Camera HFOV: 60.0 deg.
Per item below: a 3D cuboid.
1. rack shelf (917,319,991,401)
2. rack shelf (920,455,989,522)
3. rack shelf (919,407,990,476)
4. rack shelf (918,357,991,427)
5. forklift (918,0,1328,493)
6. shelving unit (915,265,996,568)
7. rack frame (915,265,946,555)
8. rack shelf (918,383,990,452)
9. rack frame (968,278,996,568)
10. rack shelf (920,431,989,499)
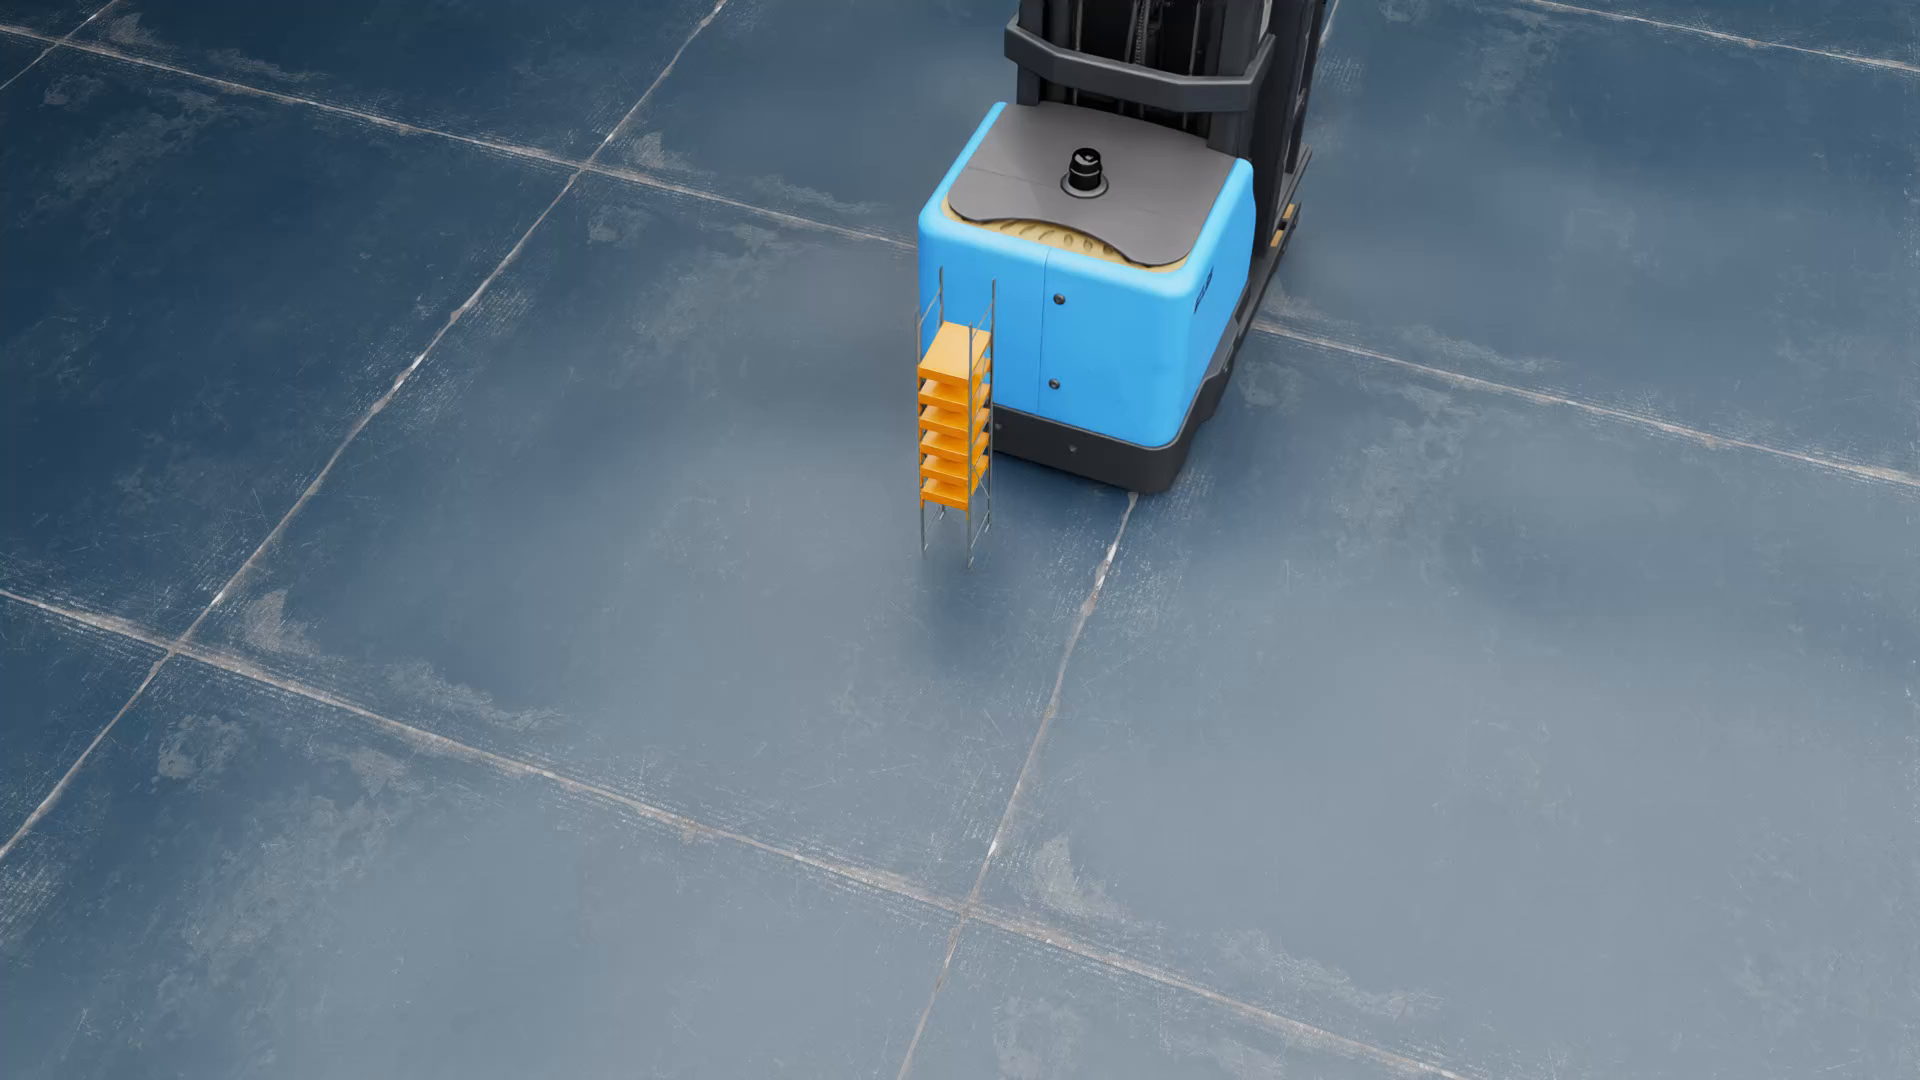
[{"bbox_3d":[-0.014,-0.603,5.561,0.180,0.103,0.258,16,51,13],"label":"rack shelf"},{"bbox_3d":[-0.014,-0.210,6.015,0.180,0.103,0.258,16,51,13],"label":"rack shelf"},{"bbox_3d":[-0.014,-0.368,5.833,0.180,0.103,0.258,16,51,13],"label":"rack shelf"},{"bbox_3d":[-0.014,-0.525,5.652,0.180,0.103,0.258,16,51,13],"label":"rack shelf"},{"bbox_3d":[0.864,-2.273,6.280,1.130,2.935,3.031,17,51,14],"label":"forklift"},{"bbox_3d":[-0.014,-0.397,5.800,0.189,1.200,0.258,16,51,13],"label":"shelving unit"},{"bbox_3d":[-0.099,-0.421,5.821,0.006,1.200,0.240,16,51,13],"label":"rack frame"},{"bbox_3d":[-0.014,-0.446,5.743,0.180,0.103,0.258,16,51,13],"label":"rack shelf"},{"bbox_3d":[0.072,-0.373,5.779,0.006,1.200,0.240,16,51,13],"label":"rack frame"},{"bbox_3d":[-0.014,-0.289,5.924,0.180,0.103,0.258,16,51,13],"label":"rack shelf"}]
